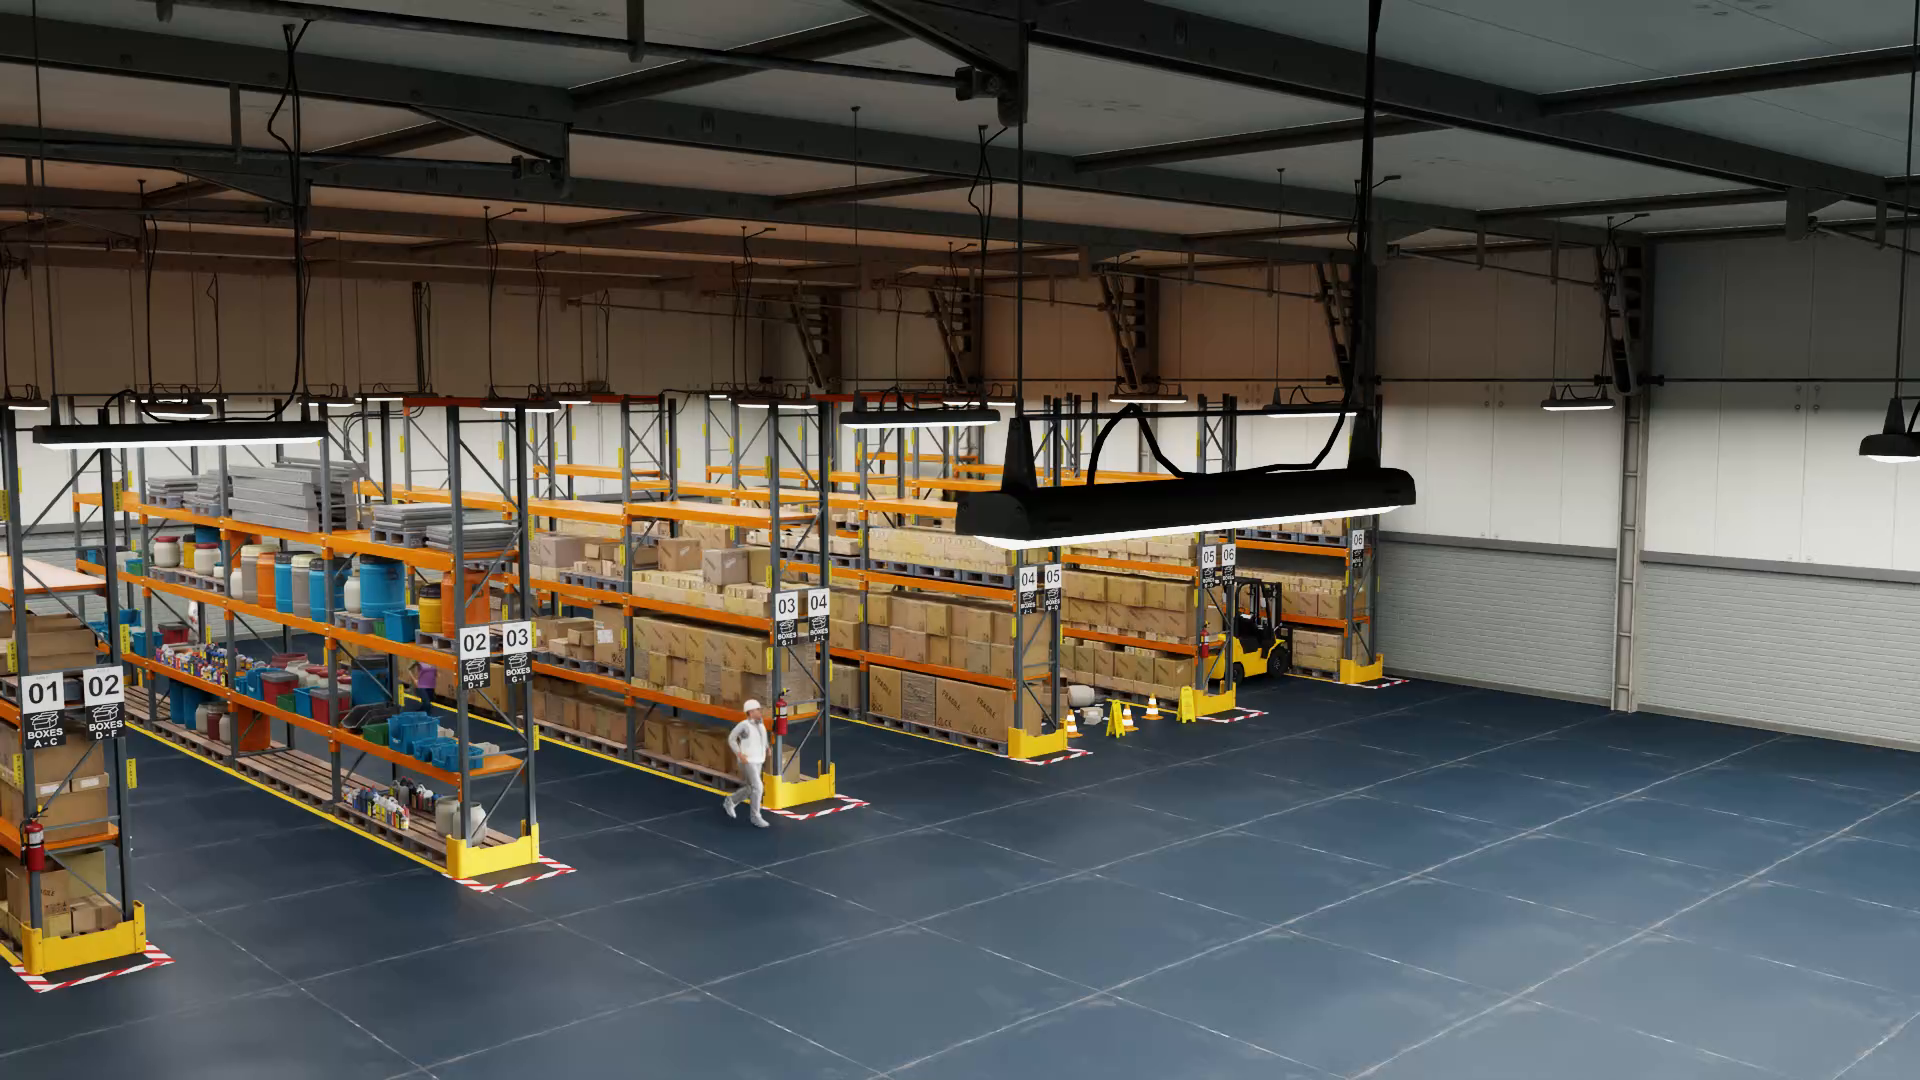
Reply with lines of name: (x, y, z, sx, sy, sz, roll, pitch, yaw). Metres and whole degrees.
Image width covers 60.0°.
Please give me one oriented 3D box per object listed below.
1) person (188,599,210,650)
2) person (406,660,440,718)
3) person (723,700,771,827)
person: (-16.817, 1.944, 36.592, 0.580, 1.742, 0.665, -2, 6, -24)
person: (-9.548, 2.658, 29.701, 0.871, 1.605, 0.539, 4, 7, 39)
person: (-3.004, 3.164, 23.809, 0.801, 1.763, 0.670, 3, 6, 24)
